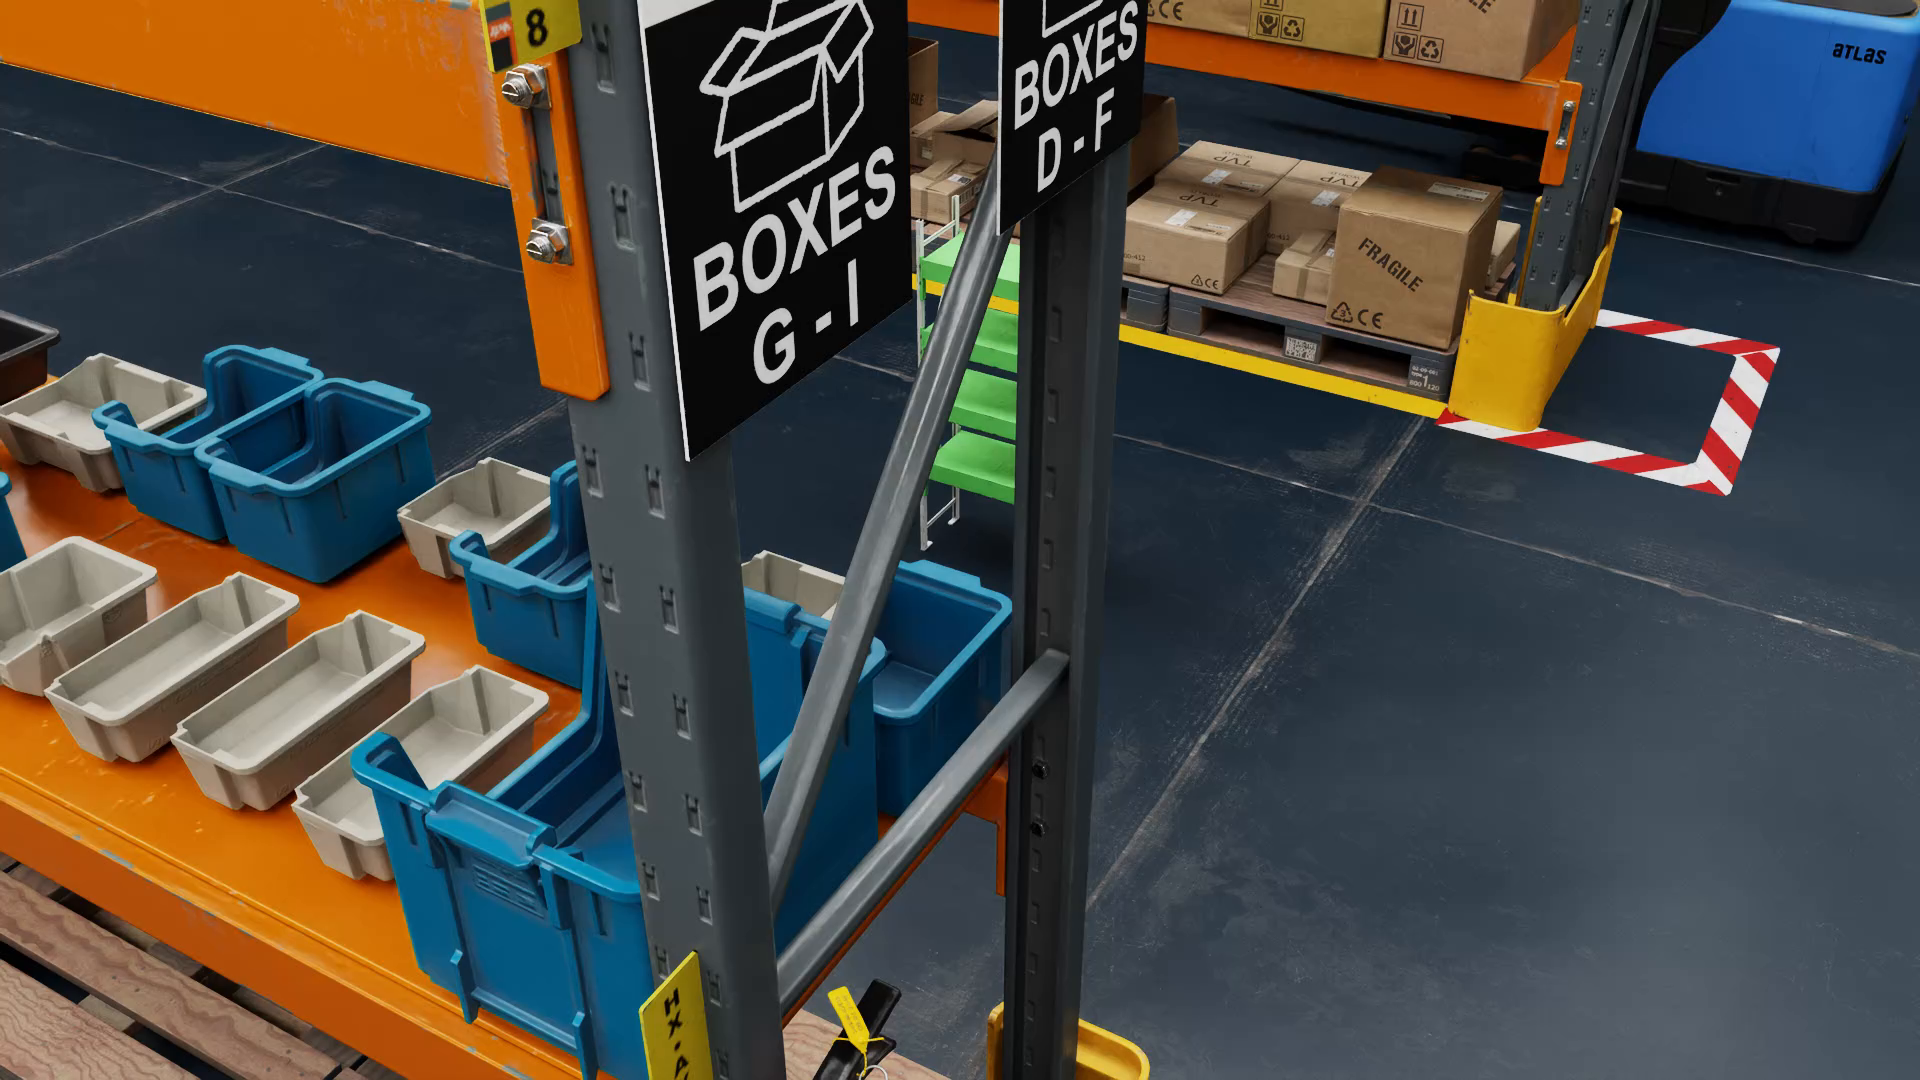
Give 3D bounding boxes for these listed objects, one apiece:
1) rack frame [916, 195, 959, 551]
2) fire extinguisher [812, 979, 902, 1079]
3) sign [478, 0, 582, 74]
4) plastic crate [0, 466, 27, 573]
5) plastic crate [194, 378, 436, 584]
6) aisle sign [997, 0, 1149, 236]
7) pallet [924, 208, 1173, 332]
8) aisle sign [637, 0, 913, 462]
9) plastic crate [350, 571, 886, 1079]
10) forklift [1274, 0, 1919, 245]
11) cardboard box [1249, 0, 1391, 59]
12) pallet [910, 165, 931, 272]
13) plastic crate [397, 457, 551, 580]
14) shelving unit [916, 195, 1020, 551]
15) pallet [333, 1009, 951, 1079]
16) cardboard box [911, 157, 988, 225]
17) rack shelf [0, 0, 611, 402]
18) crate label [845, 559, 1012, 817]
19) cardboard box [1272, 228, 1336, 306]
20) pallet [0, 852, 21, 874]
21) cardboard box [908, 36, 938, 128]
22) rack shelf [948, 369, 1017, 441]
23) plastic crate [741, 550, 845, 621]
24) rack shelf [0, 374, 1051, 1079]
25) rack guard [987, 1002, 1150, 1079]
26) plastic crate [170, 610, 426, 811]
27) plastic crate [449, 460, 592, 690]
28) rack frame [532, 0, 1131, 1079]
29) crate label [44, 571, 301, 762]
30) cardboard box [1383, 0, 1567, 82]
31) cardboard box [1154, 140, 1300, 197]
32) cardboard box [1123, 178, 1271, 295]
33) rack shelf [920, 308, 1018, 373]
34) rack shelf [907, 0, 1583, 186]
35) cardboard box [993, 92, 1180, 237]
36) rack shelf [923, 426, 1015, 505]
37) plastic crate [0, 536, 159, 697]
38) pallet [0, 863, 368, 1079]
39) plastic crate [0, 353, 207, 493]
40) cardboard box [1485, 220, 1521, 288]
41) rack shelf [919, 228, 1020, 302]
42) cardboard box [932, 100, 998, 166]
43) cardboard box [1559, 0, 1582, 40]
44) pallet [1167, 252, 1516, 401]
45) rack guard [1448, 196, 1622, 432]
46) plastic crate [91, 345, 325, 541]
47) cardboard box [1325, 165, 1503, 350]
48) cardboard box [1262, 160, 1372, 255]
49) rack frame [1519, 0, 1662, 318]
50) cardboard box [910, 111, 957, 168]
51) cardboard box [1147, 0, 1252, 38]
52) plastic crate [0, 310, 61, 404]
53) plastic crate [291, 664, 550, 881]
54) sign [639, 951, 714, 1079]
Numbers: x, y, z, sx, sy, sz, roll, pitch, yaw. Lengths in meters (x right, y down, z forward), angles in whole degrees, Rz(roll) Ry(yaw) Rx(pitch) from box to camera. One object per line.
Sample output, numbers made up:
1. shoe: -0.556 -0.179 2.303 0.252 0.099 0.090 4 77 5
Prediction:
1. rack frame: -0.068 -0.521 5.450 0.015 1.200 0.240 18 37 24
2. fire extinguisher: -0.162 0.874 2.137 0.183 0.674 0.296 18 37 24
3. sign: -0.327 -0.509 1.196 0.005 0.325 0.100 18 37 24
4. plastic crate: -1.978 0.030 3.095 0.300 0.233 0.416 18 37 24
5. plastic crate: -1.262 -0.117 3.316 0.300 0.233 0.416 18 37 24
6. aisle sign: 0.142 -0.778 1.867 0.004 0.787 0.394 18 37 24
7. pallet: 0.579 -1.371 7.618 1.213 0.211 1.003 18 37 24
8. aisle sign: -0.151 -0.494 1.441 0.004 0.787 0.394 18 37 24
9. plastic crate: -0.451 0.385 2.380 0.499 0.435 0.616 18 37 24
10. forklift: 3.160 -3.218 7.938 3.031 2.935 1.130 20 39 27
11. cardboard box: 1.417 -2.131 6.153 0.500 0.500 0.500 18 38 25
12. pallet: -0.484 -1.706 8.121 1.213 0.211 1.003 18 37 24
13. plastic crate: -0.945 -0.029 3.272 0.298 0.136 0.250 18 37 24
14. shelving unit: 0.144 -0.454 5.349 0.503 1.200 0.258 18 37 24
15. pallet: -0.765 1.342 3.544 1.213 0.211 1.003 18 37 24
16. cardboard box: -0.067 -1.607 7.616 0.250 0.166 0.380 18 37 24
17. rack shelf: -1.804 -1.072 2.597 4.000 0.370 1.077 18 37 24
18. crate label: -0.119 0.245 2.772 0.303 0.233 0.416 18 37 24
19. cardboard box: 1.492 -1.145 6.923 0.250 0.166 0.380 18 37 24
20. pallet: -2.883 0.671 4.552 1.213 0.211 1.003 18 37 24
21. cardboard box: -0.444 -2.178 8.173 0.500 0.500 0.500 18 37 24
22. rack shelf: 0.144 -0.401 5.384 0.480 0.148 0.258 18 37 24
23. plastic crate: -0.356 0.157 2.991 0.298 0.136 0.250 18 37 24
24. rack shelf: -1.804 0.176 3.428 4.000 0.370 1.077 18 37 24
25. rack guard: -0.040 1.468 3.095 0.348 0.500 1.175 18 37 24
26. plastic crate: -1.110 0.288 2.795 0.243 0.136 0.396 18 37 24
27. plastic crate: -0.690 0.064 3.044 0.300 0.233 0.416 18 37 24
28. rack frame: -0.069 0.428 2.400 0.053 2.616 0.949 18 37 24
29. crate label: -1.364 0.223 2.893 0.243 0.136 0.396 18 37 24
30. cardboard box: 1.869 -1.990 5.941 0.500 0.500 0.500 19 38 26
31. cardboard box: 1.194 -1.556 7.464 0.500 0.250 0.500 18 37 24
32. cardboard box: 0.989 -1.301 7.082 0.500 0.250 0.500 18 37 24
33. rack shelf: 0.144 -0.600 5.251 0.480 0.148 0.258 18 37 24
34. rack shelf: 0.657 -2.206 7.006 4.000 0.370 1.077 18 37 24
35. cardboard box: 0.554 -1.686 7.431 0.637 0.503 0.797 18 37 24
36. rack shelf: 0.144 -0.201 5.518 0.480 0.148 0.258 18 37 24
37. plastic crate: -1.630 0.150 3.002 0.250 0.136 0.298 18 37 24
38. pallet: -1.820 1.006 4.049 1.213 0.211 1.003 18 37 24
39. plastic crate: -1.880 -0.254 3.609 0.466 0.136 0.293 18 37 24
40. cardboard box: 2.200 -1.233 7.070 0.250 0.149 0.380 18 37 24
41. rack shelf: 0.144 -0.800 5.118 0.480 0.148 0.258 18 37 24
42. cardboard box: 0.207 -1.893 7.916 0.500 0.311 0.500 18 37 24
43. cardboard box: 2.139 -2.246 6.327 0.500 0.500 0.500 18 38 25
44. pallet: 1.635 -1.035 7.114 1.213 0.211 1.003 18 37 24
45. rack guard: 2.327 -0.936 6.705 0.348 0.500 1.175 18 37 24
46. plastic crate: -1.523 -0.199 3.440 0.300 0.233 0.416 18 37 24
47. cardboard box: 1.799 -1.130 6.598 0.500 0.500 0.500 18 37 24
48. cardboard box: 1.628 -1.418 7.257 0.500 0.250 0.500 18 37 24
49. rack frame: 2.393 -1.956 5.981 0.127 3.000 1.000 18 37 24
50. cardboard box: -0.089 -1.958 8.159 0.250 0.149 0.380 18 37 24
51. cardboard box: 0.987 -2.270 6.363 0.500 0.500 0.500 18 38 25
52. plastic crate: -2.436 -0.405 3.846 0.590 0.125 0.437 18 37 24
53. plastic crate: -0.866 0.374 2.665 0.243 0.136 0.396 18 37 24
54. sign: -0.327 0.628 1.953 0.005 0.325 0.100 18 37 24
